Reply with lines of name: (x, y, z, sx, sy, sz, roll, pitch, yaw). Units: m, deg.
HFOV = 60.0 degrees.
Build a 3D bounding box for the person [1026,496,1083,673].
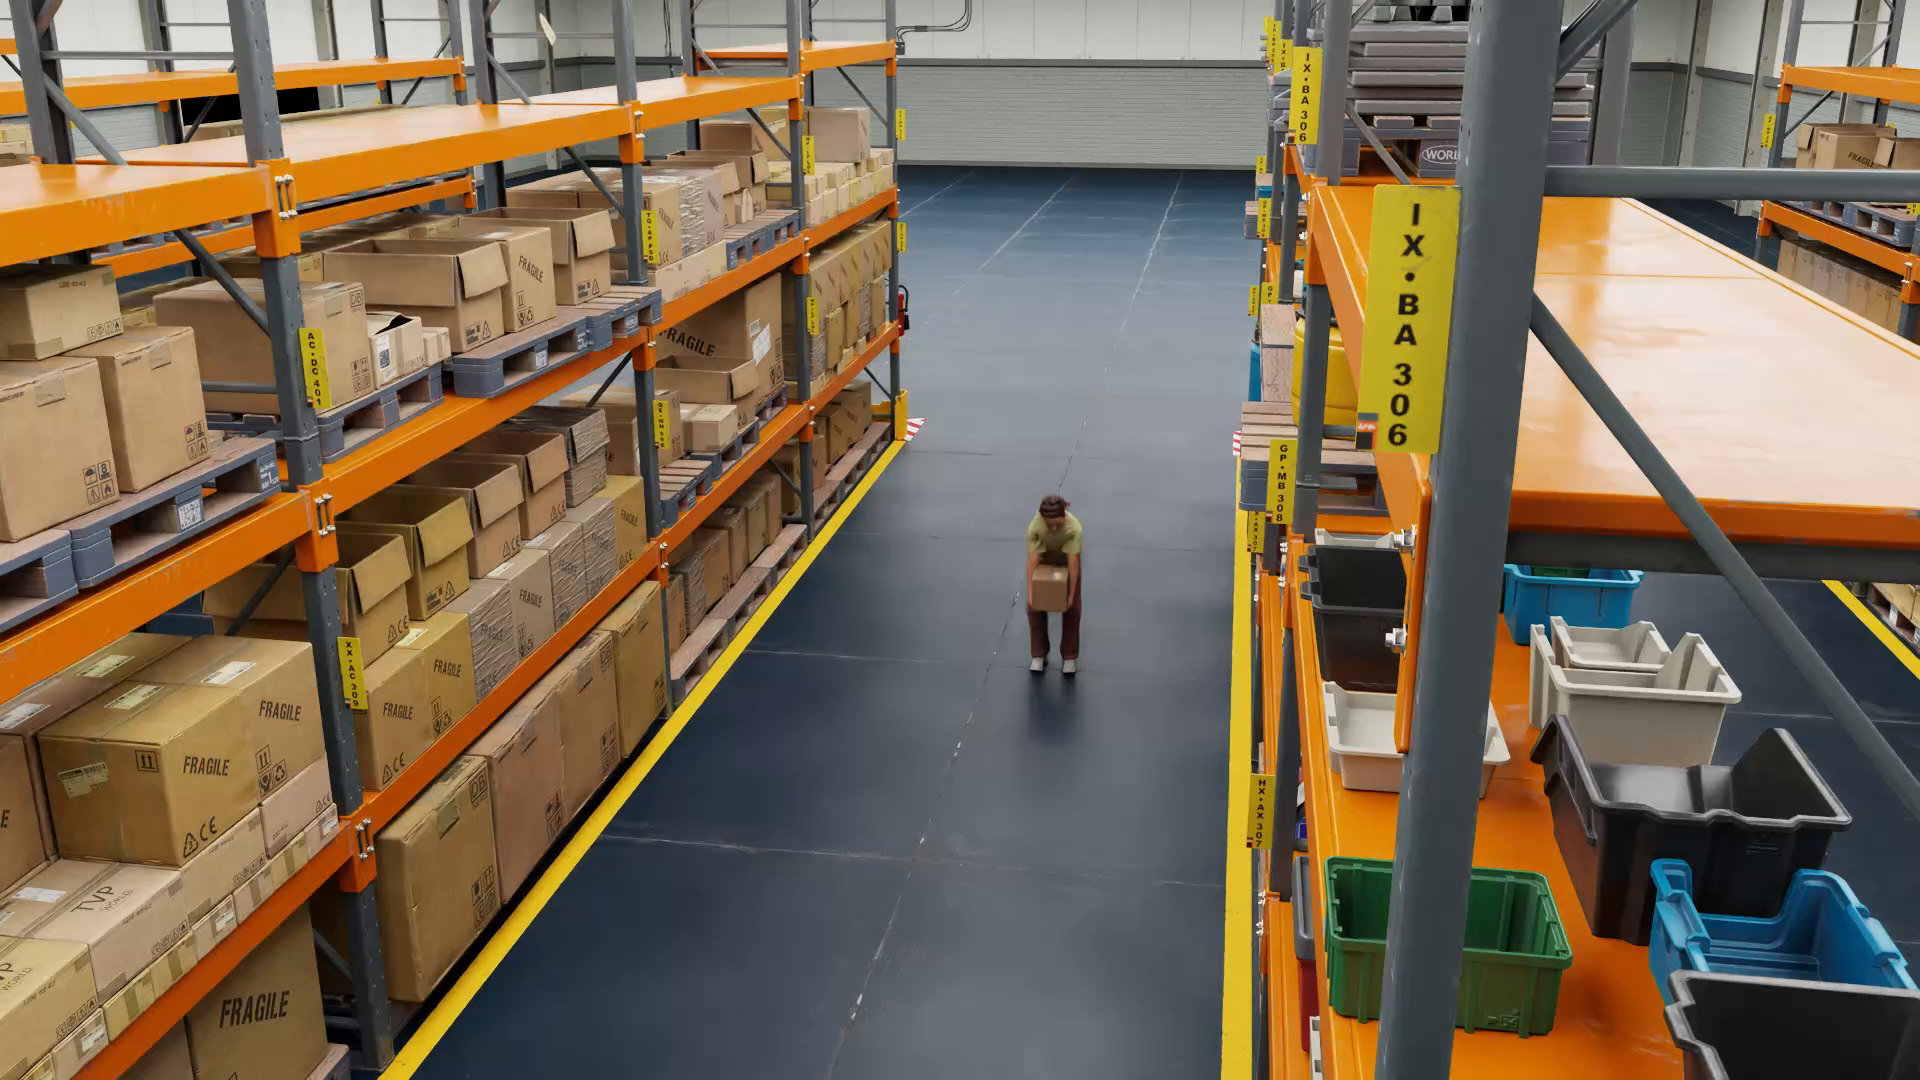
person: (0.676, 0.309, 11.994, 0.405, 1.439, 0.731, 2, 18, 8)
